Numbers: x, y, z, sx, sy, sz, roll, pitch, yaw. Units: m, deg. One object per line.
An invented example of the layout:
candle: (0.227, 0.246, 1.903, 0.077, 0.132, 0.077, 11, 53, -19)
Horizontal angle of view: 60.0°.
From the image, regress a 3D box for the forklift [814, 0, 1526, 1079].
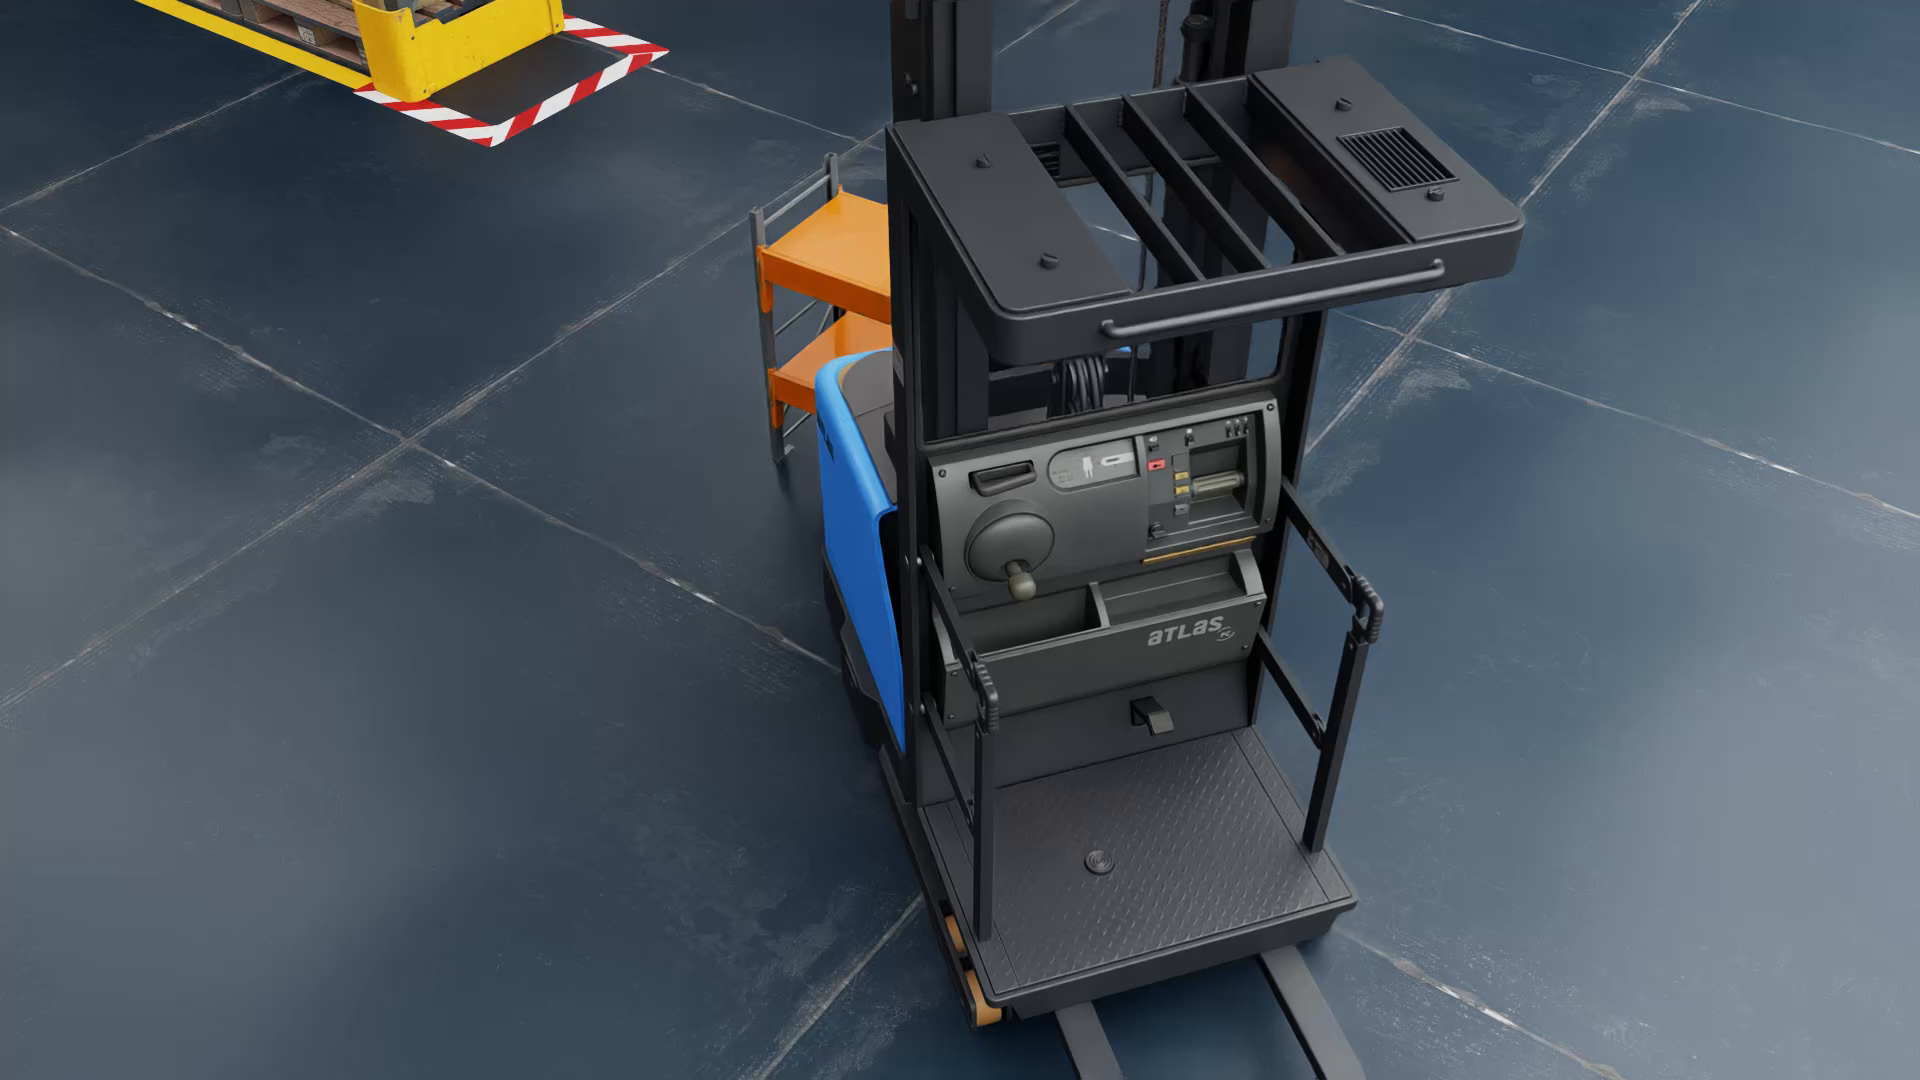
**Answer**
forklift: (0.451, -0.024, 4.079, 1.130, 2.935, 3.031, -12, 43, -13)

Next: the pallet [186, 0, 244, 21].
pallet: (-4.354, -3.571, 10.083, 1.213, 0.211, 1.003, 25, 48, 25)

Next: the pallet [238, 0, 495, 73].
pallet: (-3.359, -3.104, 9.560, 1.213, 0.211, 1.003, 25, 48, 25)

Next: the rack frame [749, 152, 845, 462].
rack frame: (-0.600, -0.874, 6.384, 0.032, 1.125, 0.500, 22, 46, 23)

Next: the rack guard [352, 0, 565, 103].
rack guard: (-2.714, -2.881, 9.095, 0.348, 0.500, 1.175, 25, 48, 25)

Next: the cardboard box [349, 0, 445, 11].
cardboard box: (-3.154, -3.257, 9.200, 0.500, 0.500, 0.500, -33, 51, -31)

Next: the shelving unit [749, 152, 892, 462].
shelving unit: (-0.168, -0.696, 6.184, 1.048, 1.125, 0.538, 22, 46, 23)

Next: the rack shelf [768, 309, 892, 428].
rack shelf: (-0.168, -0.514, 6.347, 1.000, 0.278, 0.538, 22, 46, 23)

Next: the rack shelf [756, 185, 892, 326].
rack shelf: (-0.168, -0.914, 5.989, 1.000, 0.278, 0.538, 22, 46, 23)

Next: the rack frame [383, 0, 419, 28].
rack frame: (-2.652, -3.784, 8.229, 0.127, 3.000, 1.000, 25, 48, 25)
